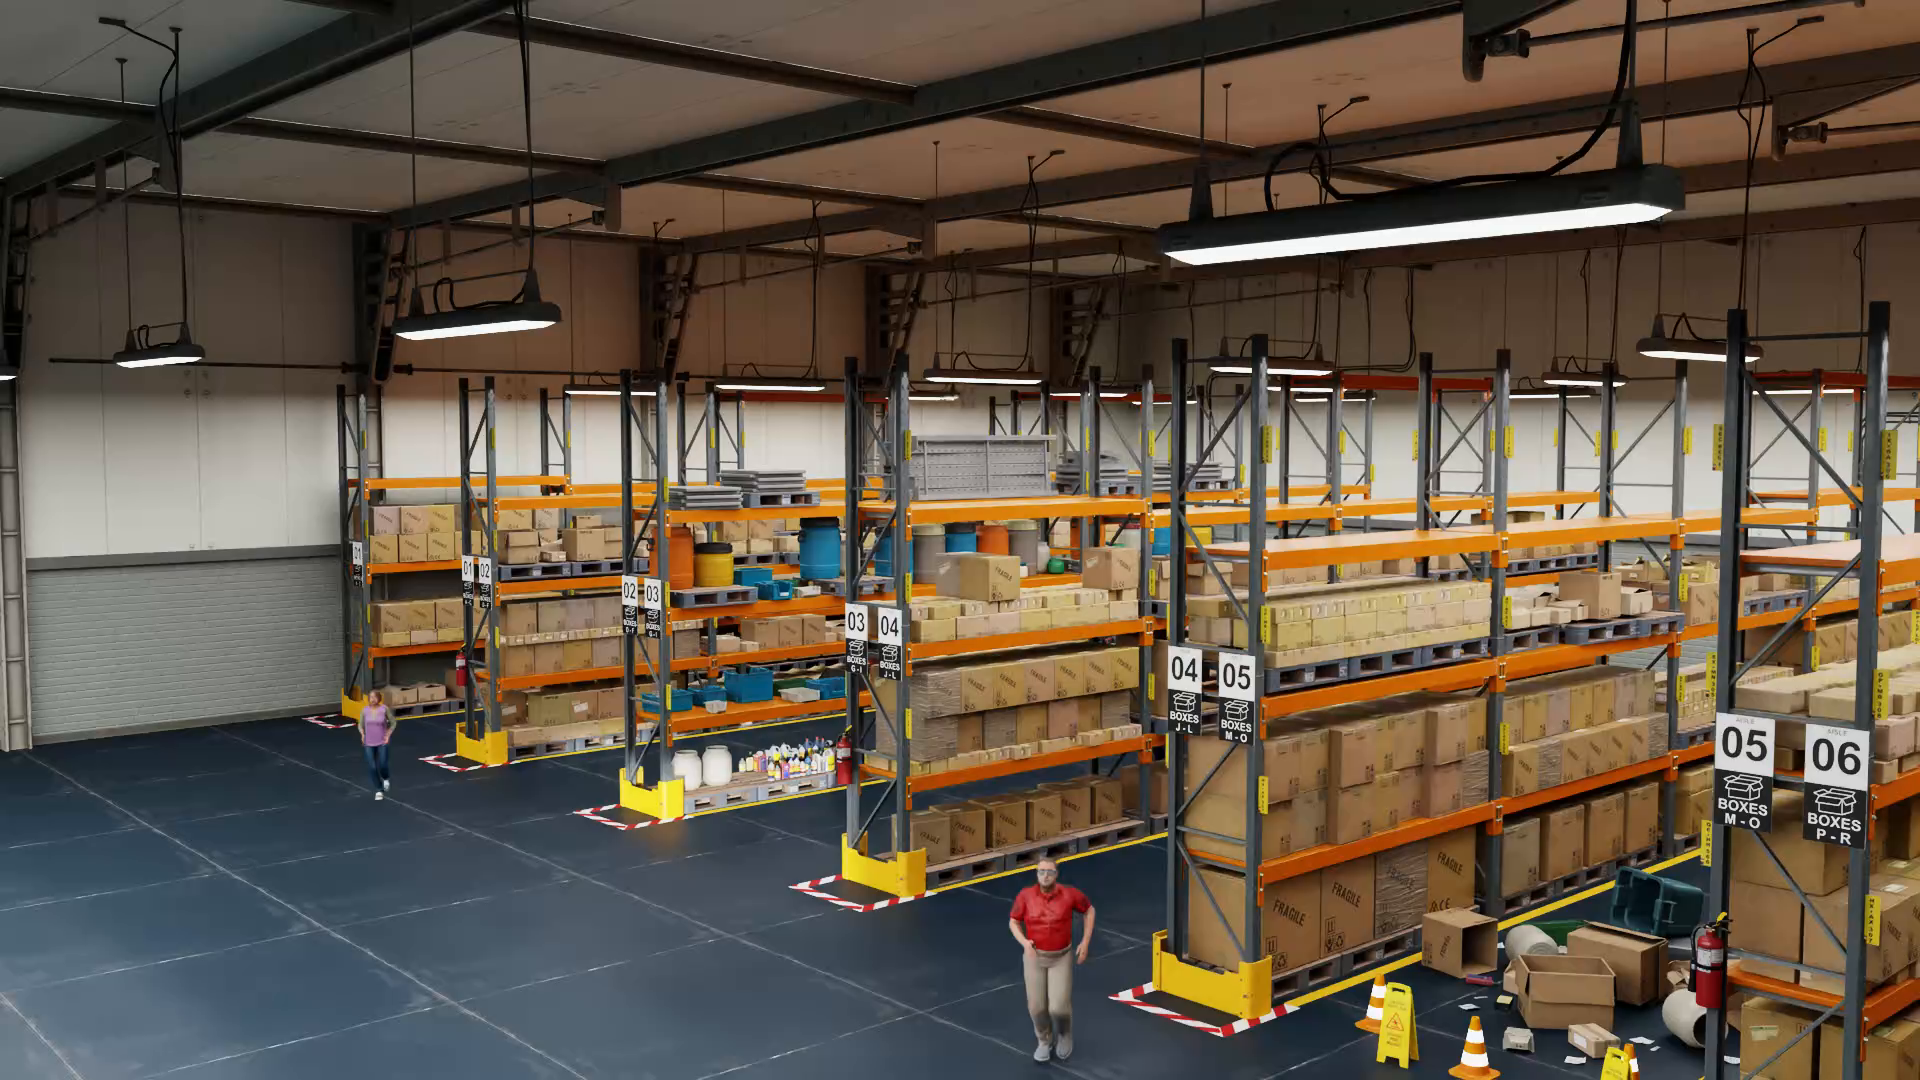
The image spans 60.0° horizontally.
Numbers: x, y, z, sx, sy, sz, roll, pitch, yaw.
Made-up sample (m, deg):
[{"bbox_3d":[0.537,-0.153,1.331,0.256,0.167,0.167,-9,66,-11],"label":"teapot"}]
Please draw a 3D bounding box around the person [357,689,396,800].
[{"bbox_3d":[-8.160,2.860,23.251,0.512,1.554,0.530,-1,4,-10],"label":"person"}]

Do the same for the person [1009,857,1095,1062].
[{"bbox_3d":[0.733,3.425,13.516,0.689,1.689,0.617,1,4,9],"label":"person"}]

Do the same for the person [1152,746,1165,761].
[{"bbox_3d":[2.903,2.711,25.111,0.606,1.600,0.556,3,5,39],"label":"person"}]
